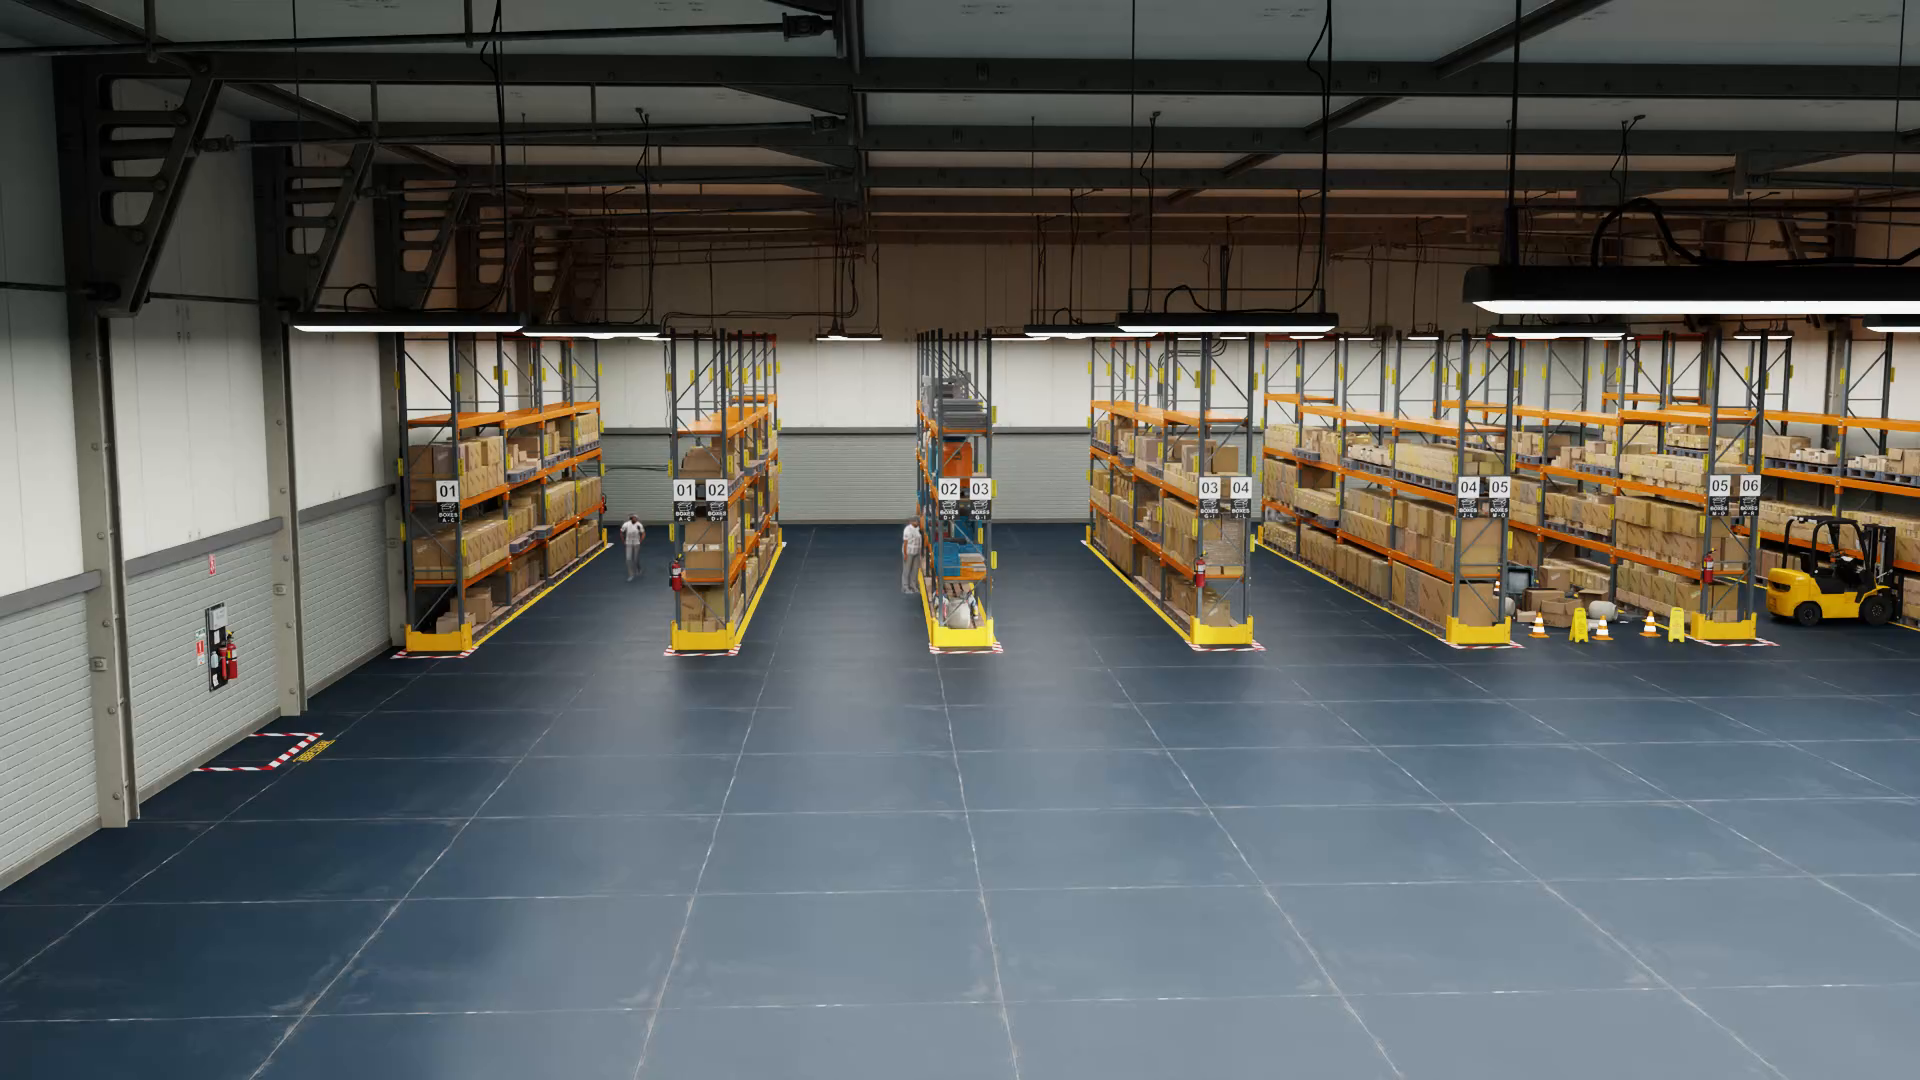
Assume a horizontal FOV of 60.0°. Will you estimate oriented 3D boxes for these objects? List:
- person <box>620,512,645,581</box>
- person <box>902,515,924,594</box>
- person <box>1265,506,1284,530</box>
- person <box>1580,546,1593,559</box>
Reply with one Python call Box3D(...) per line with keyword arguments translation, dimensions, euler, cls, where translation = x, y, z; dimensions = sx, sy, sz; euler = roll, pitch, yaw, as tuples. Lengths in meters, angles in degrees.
Box3D(translation=(-7.986, 0.150, 40.582), dimensions=(0.597, 1.708, 0.744), euler=(0, 7, 2), cls="person")
Box3D(translation=(-1.085, 0.312, 37.435), dimensions=(0.405, 1.766, 0.587), euler=(5, 9, 39), cls="person")
Box3D(translation=(9.325, -1.004, 49.650), dimensions=(0.788, 1.756, 0.636), euler=(-5, 8, -37), cls="person")
Box3D(translation=(16.733, -0.325, 44.494), dimensions=(0.438, 1.648, 0.466), euler=(2, 7, 16), cls="person")
